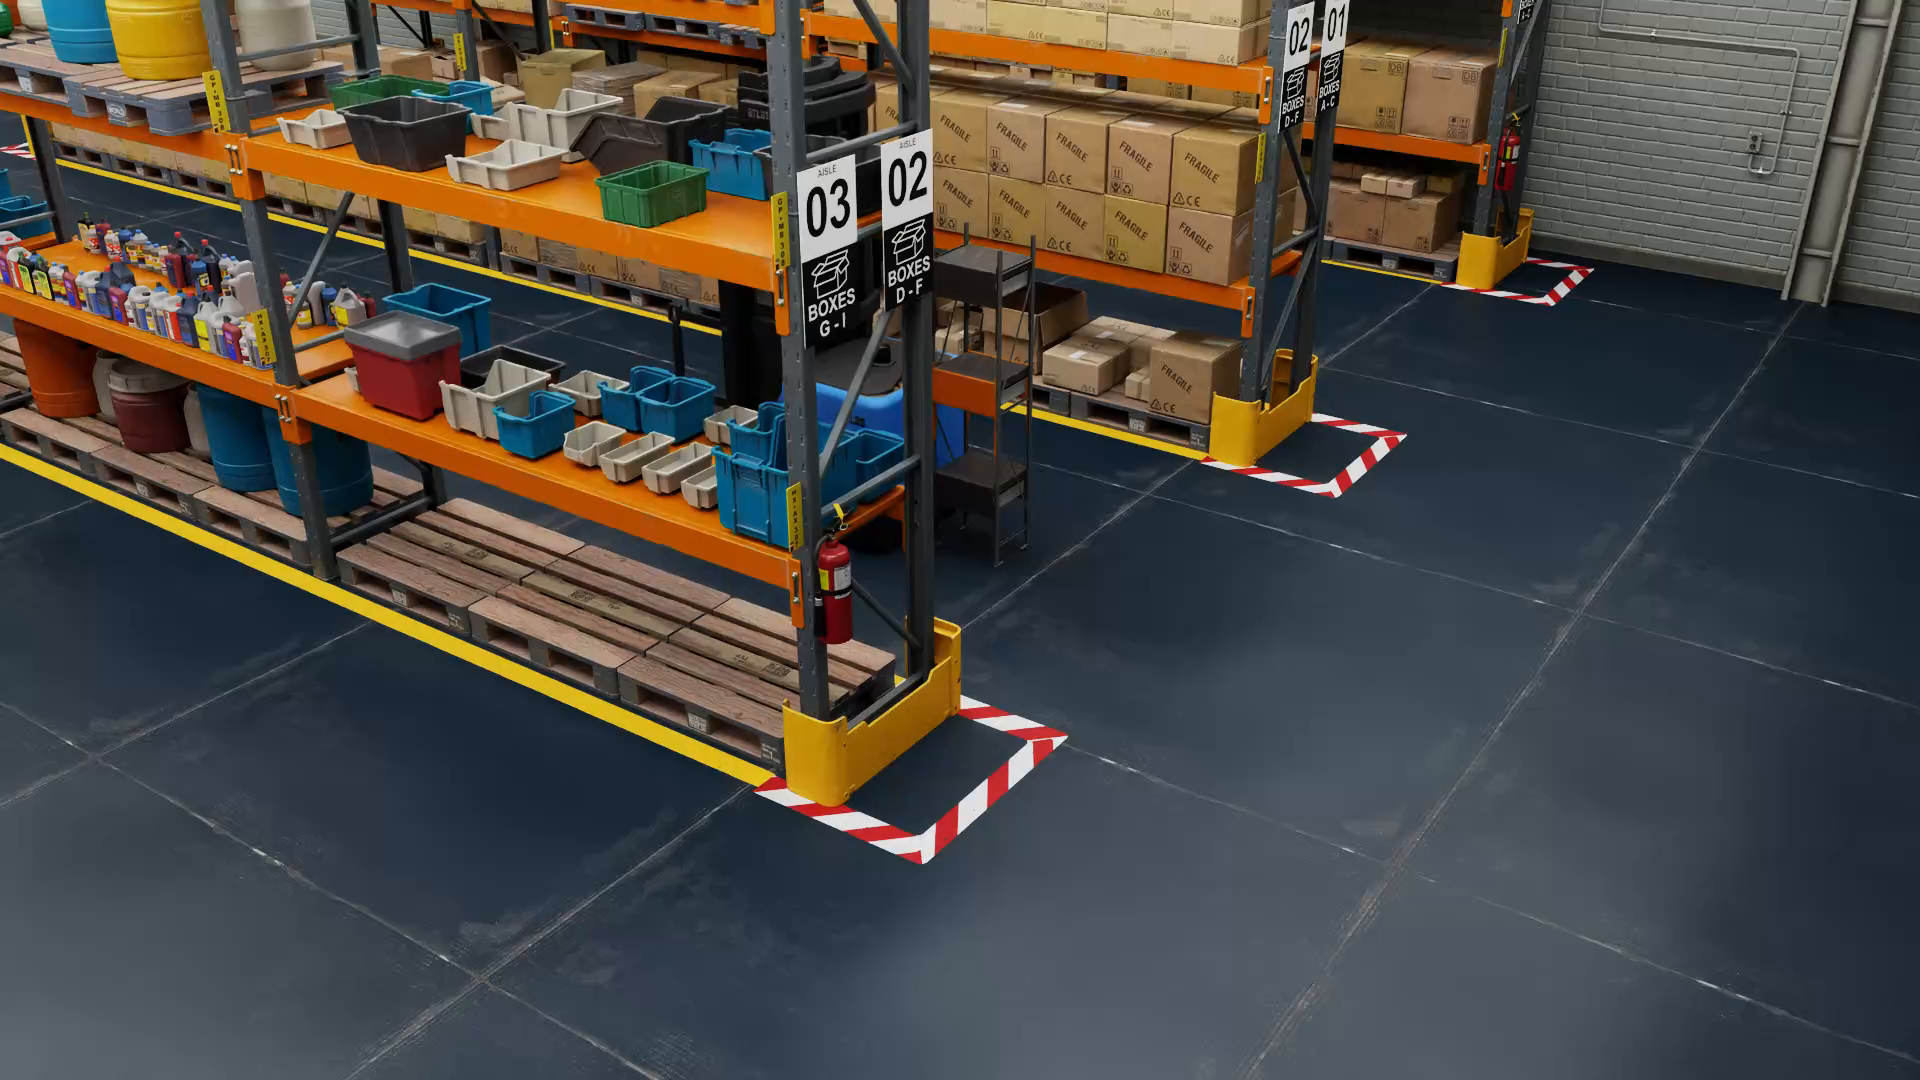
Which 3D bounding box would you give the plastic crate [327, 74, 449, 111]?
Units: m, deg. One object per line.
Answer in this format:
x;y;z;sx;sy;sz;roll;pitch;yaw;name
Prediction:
-3.246;-2.516;9.588;0.662;0.188;0.450;17;32;30;plastic crate

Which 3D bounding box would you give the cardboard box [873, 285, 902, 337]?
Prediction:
-0.735;-1.930;13.988;0.500;0.311;0.500;17;32;30;cardboard box

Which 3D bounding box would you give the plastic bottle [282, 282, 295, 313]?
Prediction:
-4.474;-1.627;11.132;0.097;0.201;0.097;0;27;0;plastic bottle

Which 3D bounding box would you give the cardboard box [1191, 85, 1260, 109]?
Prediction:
2.879;-4.772;16.764;0.700;0.700;0.980;16;31;29;cardboard box

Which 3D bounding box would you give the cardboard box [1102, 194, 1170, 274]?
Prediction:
1.385;-2.283;12.093;0.500;0.500;0.500;18;32;31;cardboard box

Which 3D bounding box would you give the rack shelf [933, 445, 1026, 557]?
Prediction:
0.136;-0.257;10.788;0.480;0.518;0.431;17;32;30;rack shelf

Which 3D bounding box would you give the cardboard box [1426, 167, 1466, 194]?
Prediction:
4.722;-3.494;16.160;0.250;0.149;0.380;18;32;31;cardboard box

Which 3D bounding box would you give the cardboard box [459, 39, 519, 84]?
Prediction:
-6.483;-6.572;22.902;0.500;0.500;0.700;15;31;27;cardboard box

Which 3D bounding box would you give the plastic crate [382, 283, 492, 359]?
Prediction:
-3.189;-1.297;10.217;0.575;0.384;0.392;17;32;30;plastic crate

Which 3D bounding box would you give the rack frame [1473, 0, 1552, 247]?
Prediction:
5.140;-3.946;15.472;0.127;3.000;1.000;17;32;30;rack frame

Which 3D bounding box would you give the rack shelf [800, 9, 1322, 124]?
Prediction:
0.690;-3.623;12.323;4.000;0.370;1.077;17;32;30;rack shelf

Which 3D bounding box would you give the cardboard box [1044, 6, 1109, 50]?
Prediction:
0.940;-3.653;11.753;0.500;0.250;0.500;17;32;30;cardboard box

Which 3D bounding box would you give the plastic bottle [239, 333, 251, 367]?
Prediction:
-4.385;-1.181;10.257;0.097;0.201;0.097;0;27;0;plastic bottle

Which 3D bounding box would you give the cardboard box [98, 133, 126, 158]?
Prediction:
-9.708;-4.687;19.496;0.500;0.250;0.500;17;32;30;cardboard box

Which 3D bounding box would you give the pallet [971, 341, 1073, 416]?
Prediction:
0.616;-1.388;13.519;1.213;0.211;1.003;17;32;30;pallet

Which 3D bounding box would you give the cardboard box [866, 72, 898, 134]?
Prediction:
-0.730;-3.385;13.155;0.500;0.500;0.500;18;32;32;cardboard box

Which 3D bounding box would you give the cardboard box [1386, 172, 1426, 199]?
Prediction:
4.297;-3.416;16.007;0.250;0.149;0.380;17;31;30;cardboard box

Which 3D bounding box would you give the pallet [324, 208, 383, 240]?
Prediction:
-5.914;-3.445;17.560;1.213;0.211;1.003;17;32;30;pallet

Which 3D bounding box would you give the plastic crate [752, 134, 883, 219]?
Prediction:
-0.629;-1.724;7.942;0.590;0.269;0.497;17;32;30;plastic crate

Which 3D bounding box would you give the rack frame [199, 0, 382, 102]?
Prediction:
-3.766;-3.943;8.851;0.127;3.000;1.000;17;32;30;rack frame

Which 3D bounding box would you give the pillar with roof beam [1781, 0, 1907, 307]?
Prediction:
5.418;-4.641;10.221;0.400;9.000;9.100;17;32;30;pillar with roof beam

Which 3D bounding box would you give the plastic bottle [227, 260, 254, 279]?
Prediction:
-4.887;-1.773;11.338;0.135;0.276;0.152;17;32;30;plastic bottle

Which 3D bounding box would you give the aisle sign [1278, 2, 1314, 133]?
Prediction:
2.221;-3.120;10.982;0.004;0.787;0.394;17;32;30;aisle sign

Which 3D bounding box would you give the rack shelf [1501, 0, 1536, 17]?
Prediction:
3.491;-5.476;15.964;4.000;0.370;1.077;17;32;30;rack shelf

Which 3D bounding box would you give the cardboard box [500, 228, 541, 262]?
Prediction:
-4.043;-3.006;15.895;0.500;0.500;0.500;19;32;32;cardboard box

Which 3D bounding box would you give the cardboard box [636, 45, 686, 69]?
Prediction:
-3.771;-6.150;21.245;0.500;0.250;0.500;17;31;29;cardboard box

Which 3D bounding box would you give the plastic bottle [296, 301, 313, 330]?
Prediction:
-4.289;-1.485;10.854;0.097;0.201;0.097;0;27;0;plastic bottle

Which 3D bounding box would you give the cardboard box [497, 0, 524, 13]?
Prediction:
-5.720;-7.109;21.830;0.500;0.250;0.500;17;32;31;cardboard box

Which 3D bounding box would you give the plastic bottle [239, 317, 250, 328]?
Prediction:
-4.520;-1.307;10.504;0.097;0.201;0.097;0;27;0;plastic bottle

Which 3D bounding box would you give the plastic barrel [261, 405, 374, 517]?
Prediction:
-4.205;-0.668;10.880;0.708;0.901;0.600;17;32;30;plastic barrel

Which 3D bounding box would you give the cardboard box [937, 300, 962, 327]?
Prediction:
0.014;-1.932;14.172;0.250;0.149;0.380;17;32;30;cardboard box

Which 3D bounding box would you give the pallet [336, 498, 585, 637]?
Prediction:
-3.138;0.147;10.502;1.213;0.211;1.003;17;32;30;pallet

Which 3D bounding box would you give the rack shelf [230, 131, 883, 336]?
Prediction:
-2.118;-1.772;8.686;4.000;0.370;1.077;17;32;30;rack shelf

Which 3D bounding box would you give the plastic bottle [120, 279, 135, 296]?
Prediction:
-5.480;-1.587;10.977;0.097;0.271;0.097;0;27;0;plastic bottle

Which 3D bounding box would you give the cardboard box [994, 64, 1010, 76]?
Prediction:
0.579;-5.124;18.041;0.250;0.149;0.380;17;32;30;cardboard box

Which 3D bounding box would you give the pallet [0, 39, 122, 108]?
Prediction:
-5.404;-2.977;10.468;1.213;0.211;1.003;17;32;30;pallet

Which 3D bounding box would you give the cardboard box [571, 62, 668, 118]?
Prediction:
-3.027;-3.954;14.913;0.700;0.500;0.500;-24;36;-39;cardboard box

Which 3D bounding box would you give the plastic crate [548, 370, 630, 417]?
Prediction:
-2.161;-0.844;9.600;0.466;0.136;0.293;17;32;30;plastic crate

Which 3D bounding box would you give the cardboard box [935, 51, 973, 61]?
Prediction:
0.069;-5.570;18.201;0.500;0.500;0.500;18;32;32;cardboard box

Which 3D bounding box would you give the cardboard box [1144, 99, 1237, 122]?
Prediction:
1.687;-2.928;12.257;0.500;0.500;0.500;18;32;31;cardboard box

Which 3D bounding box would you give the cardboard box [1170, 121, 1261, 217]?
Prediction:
1.816;-2.595;11.604;0.500;0.500;0.500;17;32;30;cardboard box

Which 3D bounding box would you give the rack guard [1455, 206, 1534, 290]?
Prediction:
5.160;-2.826;16.026;0.348;0.500;1.175;17;32;30;rack guard

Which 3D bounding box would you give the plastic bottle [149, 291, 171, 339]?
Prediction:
-5.102;-1.453;10.708;0.135;0.276;0.152;17;32;30;plastic bottle

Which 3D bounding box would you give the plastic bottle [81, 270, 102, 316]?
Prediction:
-5.747;-1.654;11.103;0.135;0.276;0.152;17;32;30;plastic bottle

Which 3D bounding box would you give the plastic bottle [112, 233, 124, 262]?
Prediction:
-6.133;-2.143;12.147;0.097;0.201;0.097;0;27;0;plastic bottle

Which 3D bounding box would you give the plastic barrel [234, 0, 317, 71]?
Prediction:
-4.058;-3.083;9.855;0.433;0.535;0.433;0;27;0;plastic barrel

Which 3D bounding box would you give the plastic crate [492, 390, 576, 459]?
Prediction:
-2.307;-0.626;9.066;0.300;0.233;0.416;17;32;30;plastic crate

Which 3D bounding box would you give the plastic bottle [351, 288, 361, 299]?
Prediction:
-3.937;-1.506;10.804;0.133;0.283;0.061;17;32;30;plastic bottle

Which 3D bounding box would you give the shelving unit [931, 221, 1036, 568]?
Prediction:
0.136;-0.893;10.464;0.503;2.100;0.431;17;32;30;shelving unit

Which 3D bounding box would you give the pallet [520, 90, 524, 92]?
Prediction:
-5.325;-5.944;22.472;1.213;0.211;1.003;17;32;30;pallet

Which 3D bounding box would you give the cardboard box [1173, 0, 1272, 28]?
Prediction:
1.770;-3.623;11.143;0.500;0.250;0.500;17;32;30;cardboard box

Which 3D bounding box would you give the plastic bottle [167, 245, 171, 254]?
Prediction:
-5.547;-2.007;11.789;0.133;0.283;0.061;17;32;30;plastic bottle

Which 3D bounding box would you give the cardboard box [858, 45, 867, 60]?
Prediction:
-0.940;-5.559;18.895;0.250;0.149;0.380;18;32;32;cardboard box

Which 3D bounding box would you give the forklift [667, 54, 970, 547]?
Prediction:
-1.400;-1.780;11.291;3.031;2.935;1.130;19;32;32;forklift

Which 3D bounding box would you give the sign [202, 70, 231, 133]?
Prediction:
-4.079;-2.405;9.126;0.005;0.325;0.100;17;32;30;sign

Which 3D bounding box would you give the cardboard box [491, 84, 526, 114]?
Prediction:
-4.531;-4.218;16.103;0.500;0.311;0.500;20;33;33;cardboard box

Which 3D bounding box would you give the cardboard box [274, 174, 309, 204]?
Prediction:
-6.940;-3.809;17.770;0.500;0.250;0.500;18;32;32;cardboard box

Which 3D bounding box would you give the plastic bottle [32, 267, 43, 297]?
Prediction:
-6.319;-1.783;11.440;0.097;0.201;0.097;0;27;0;plastic bottle
